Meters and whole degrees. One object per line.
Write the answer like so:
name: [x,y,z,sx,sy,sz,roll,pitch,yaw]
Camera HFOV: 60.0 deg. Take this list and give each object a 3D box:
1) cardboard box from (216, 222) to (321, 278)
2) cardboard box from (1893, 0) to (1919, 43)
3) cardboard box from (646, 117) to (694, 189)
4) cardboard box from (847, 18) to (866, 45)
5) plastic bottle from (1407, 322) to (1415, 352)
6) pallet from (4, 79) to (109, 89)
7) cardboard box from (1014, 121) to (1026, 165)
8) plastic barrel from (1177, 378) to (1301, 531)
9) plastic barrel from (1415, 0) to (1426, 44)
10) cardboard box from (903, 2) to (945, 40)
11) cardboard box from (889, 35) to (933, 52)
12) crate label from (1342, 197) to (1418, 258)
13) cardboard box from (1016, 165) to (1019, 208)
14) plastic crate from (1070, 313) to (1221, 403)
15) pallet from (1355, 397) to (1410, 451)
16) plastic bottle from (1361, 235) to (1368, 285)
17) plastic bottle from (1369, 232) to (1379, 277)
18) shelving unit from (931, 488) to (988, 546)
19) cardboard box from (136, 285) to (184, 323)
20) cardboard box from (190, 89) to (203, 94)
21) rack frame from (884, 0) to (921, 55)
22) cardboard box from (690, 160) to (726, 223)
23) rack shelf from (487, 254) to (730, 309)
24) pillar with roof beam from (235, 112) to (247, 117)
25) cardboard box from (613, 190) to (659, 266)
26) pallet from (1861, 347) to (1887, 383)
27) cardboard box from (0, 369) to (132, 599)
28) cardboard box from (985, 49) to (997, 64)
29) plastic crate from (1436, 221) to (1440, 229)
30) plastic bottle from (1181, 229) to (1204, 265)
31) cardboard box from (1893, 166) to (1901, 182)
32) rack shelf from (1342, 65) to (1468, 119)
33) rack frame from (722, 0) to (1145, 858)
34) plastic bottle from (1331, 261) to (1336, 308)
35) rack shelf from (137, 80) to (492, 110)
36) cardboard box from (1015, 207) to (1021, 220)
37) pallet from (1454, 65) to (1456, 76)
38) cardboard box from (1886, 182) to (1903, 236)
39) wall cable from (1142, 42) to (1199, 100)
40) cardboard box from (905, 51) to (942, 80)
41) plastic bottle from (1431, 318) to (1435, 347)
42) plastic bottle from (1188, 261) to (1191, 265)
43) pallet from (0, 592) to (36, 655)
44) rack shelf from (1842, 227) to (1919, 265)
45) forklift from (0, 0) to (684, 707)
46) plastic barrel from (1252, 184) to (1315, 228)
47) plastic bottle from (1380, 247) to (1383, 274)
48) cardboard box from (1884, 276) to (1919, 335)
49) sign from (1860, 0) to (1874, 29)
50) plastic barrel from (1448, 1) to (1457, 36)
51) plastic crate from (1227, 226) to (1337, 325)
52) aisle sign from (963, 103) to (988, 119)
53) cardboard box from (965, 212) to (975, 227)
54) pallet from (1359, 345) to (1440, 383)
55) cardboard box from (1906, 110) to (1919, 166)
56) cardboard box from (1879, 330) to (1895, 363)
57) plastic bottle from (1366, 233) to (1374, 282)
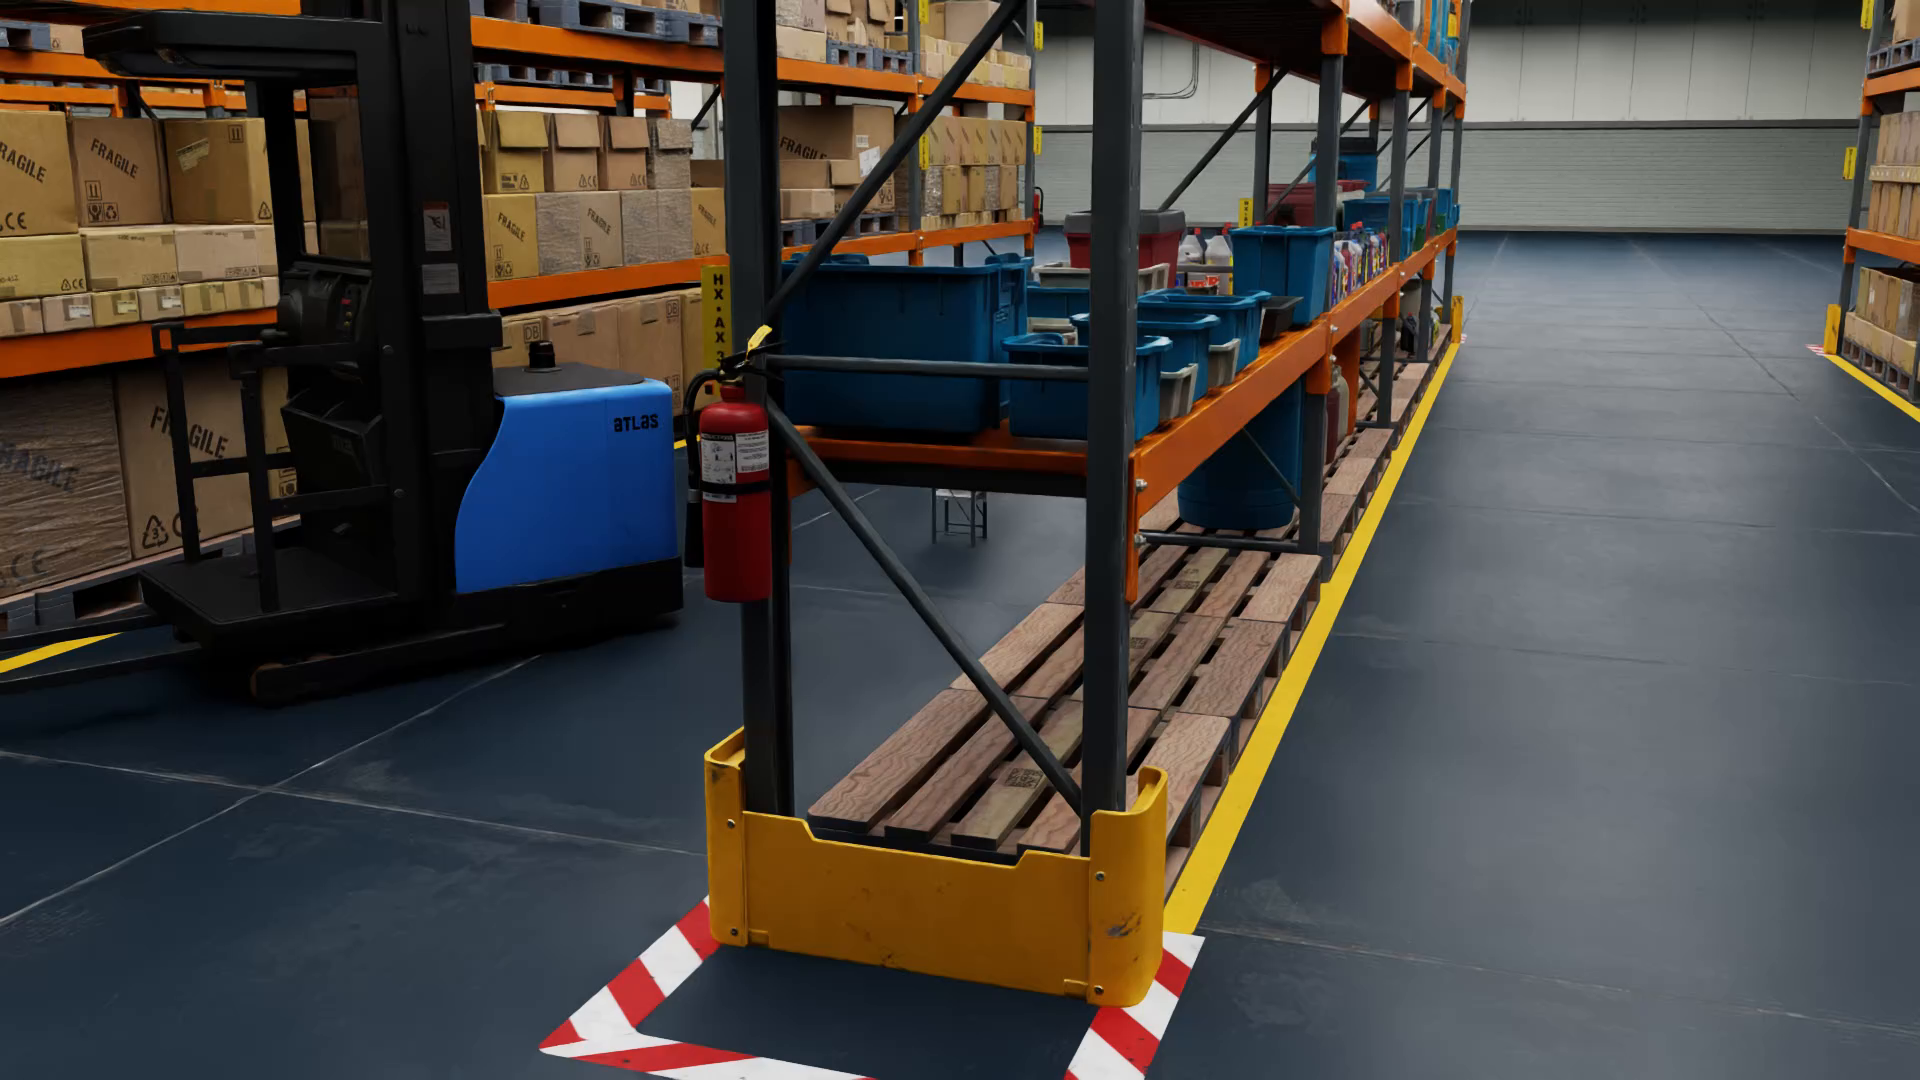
cardboard box: [-3.527,-1.459,8.309,0.500,0.250,0.500,5,14,20]
cardboard box: [8.991,-4.875,15.382,0.500,0.500,0.500,4,14,18]
cardboard box: [-2.425,-2.836,12.192,0.797,0.503,0.637,5,14,20]
cardboard box: [-1.089,-4.689,15.409,0.396,0.266,0.258,5,14,20]
plastic bottle: [4.303,-1.939,15.860,0.061,0.283,0.133,4,14,18]
pallet: [-10.556,-5.255,18.951,1.213,0.211,1.003,4,14,18]
cardboard box: [0.471,-4.683,19.623,0.500,0.500,0.500,4,14,18]
plastic barrel: [1.411,-0.547,8.415,0.600,0.901,0.708,4,14,18]
plastic barrel: [2.984,-3.958,11.721,0.600,0.901,0.600,0,13,0]
cardboard box: [-0.321,-5.742,18.646,0.500,0.500,0.500,4,14,18]
cardboard box: [-0.482,-4.923,16.515,0.380,0.149,0.250,4,13,17]
crate label: [3.091,-2.301,12.249,0.502,0.435,0.616,4,14,18]
cardboard box: [0.211,-4.215,19.821,0.875,0.500,0.500,4,14,18]
plastic crate: [0.529,-0.524,4.785,0.416,0.233,0.300,4,14,18]
pallet: [2.801,-0.895,12.434,1.003,0.211,1.213,4,14,18]
plastic bottle: [2.313,-1.614,9.579,0.061,0.283,0.133,4,14,18]
plastic bottle: [2.531,-1.762,10.255,0.097,0.271,0.097,0,13,0]
shelving unit: [-0.003,-0.437,8.880,0.258,0.900,0.210,4,14,18]
cardboard box: [-3.755,-1.074,7.517,0.380,0.149,0.250,5,14,19]
cardboard box: [-9.594,-5.611,20.653,0.380,0.149,0.250,4,13,17]
rack frame: [-0.879,-6.218,16.006,1.000,3.000,0.127,4,14,18]
cardboard box: [-2.036,-2.821,13.437,0.500,0.500,0.500,3,13,11]
rack shelf: [-2.820,-1.679,11.219,1.077,0.370,4.000,4,14,18]
pillar with roof beam: [-8.723,-9.002,28.203,9.100,9.000,0.400,4,14,18]
cardboard box: [-2.430,-2.163,11.501,0.500,0.500,0.500,4,13,17]
pallet: [9.183,-1.642,15.705,1.003,0.211,1.213,4,14,18]
cardboard box: [-4.336,-0.267,7.249,0.875,0.875,0.875,4,14,18]
cardboard box: [0.193,-5.364,18.450,0.380,0.149,0.250,4,13,16]
plastic crate: [4.097,-3.007,15.561,0.767,0.338,0.504,4,14,18]
plastic bottle: [1.207,-1.445,8.688,0.144,0.351,0.185,4,14,18]
cardboard box: [9.042,-3.448,15.669,0.380,0.149,0.250,4,14,18]
rack shelf: [4.455,-4.469,16.702,1.077,0.370,4.000,4,14,18]
rack frame: [-0.075,-0.410,4.041,1.000,3.000,0.127,4,14,18]
plastic bottle: [1.785,-1.269,8.071,0.061,0.283,0.133,4,14,18]
rack shelf: [-6.187,-4.362,16.233,1.077,0.370,4.000,4,14,18]
cardboard box: [0.518,-3.938,20.063,0.380,0.149,0.250,4,14,18]
pallet: [4.742,-4.982,17.756,1.003,0.211,1.213,4,14,18]
cardboard box: [9.293,-3.157,15.855,0.700,0.500,0.500,4,14,19]
wall cable: [6.151,-15.861,50.614,2.305,6.003,0.169,4,14,18]
cardboard box: [-0.491,-4.758,16.691,0.500,0.250,0.500,4,13,16]
plastic bottle: [4.615,-2.038,16.292,0.061,0.283,0.133,5,14,21]
plastic bottle: [1.153,-1.311,8.438,0.097,0.201,0.097,0,13,0]
pallet: [-4.577,0.419,6.676,1.003,0.211,1.213,4,14,18]
rack shelf: [9.140,-2.649,15.470,1.077,0.370,4.000,4,14,18]
forklift: [-2.681,-0.933,6.488,3.031,2.935,1.130,-10,17,-39]
plastic barrel: [2.377,-2.280,11.930,0.600,0.536,0.708,4,14,18]
plastic bottle: [2.625,-1.789,10.532,0.097,0.201,0.097,0,13,0]
cardboard box: [8.767,-2.132,15.138,0.500,0.500,0.500,4,14,18]
sign: [9.264,-5.389,16.976,0.100,0.325,0.005,4,14,18]
plastic barrel: [4.853,-5.288,17.308,0.600,0.588,0.600,0,13,0]
plastic crate: [1.391,-1.150,7.188,0.392,0.384,0.575,4,14,18]
aisle sign: [0.151,-5.437,20.226,0.394,0.787,0.004,4,14,18]
cardboard box: [-0.052,-3.511,18.193,0.380,0.149,0.250,4,14,18]
pallet: [4.064,-1.715,16.028,1.003,0.211,1.213,4,14,18]
cardboard box: [9.118,-3.671,15.190,0.700,0.500,0.500,4,14,18]
cardboard box: [8.755,-1.767,15.225,0.500,0.250,0.500,4,14,18]
plastic bottle: [2.416,-1.681,9.872,0.061,0.283,0.133,4,14,18]
